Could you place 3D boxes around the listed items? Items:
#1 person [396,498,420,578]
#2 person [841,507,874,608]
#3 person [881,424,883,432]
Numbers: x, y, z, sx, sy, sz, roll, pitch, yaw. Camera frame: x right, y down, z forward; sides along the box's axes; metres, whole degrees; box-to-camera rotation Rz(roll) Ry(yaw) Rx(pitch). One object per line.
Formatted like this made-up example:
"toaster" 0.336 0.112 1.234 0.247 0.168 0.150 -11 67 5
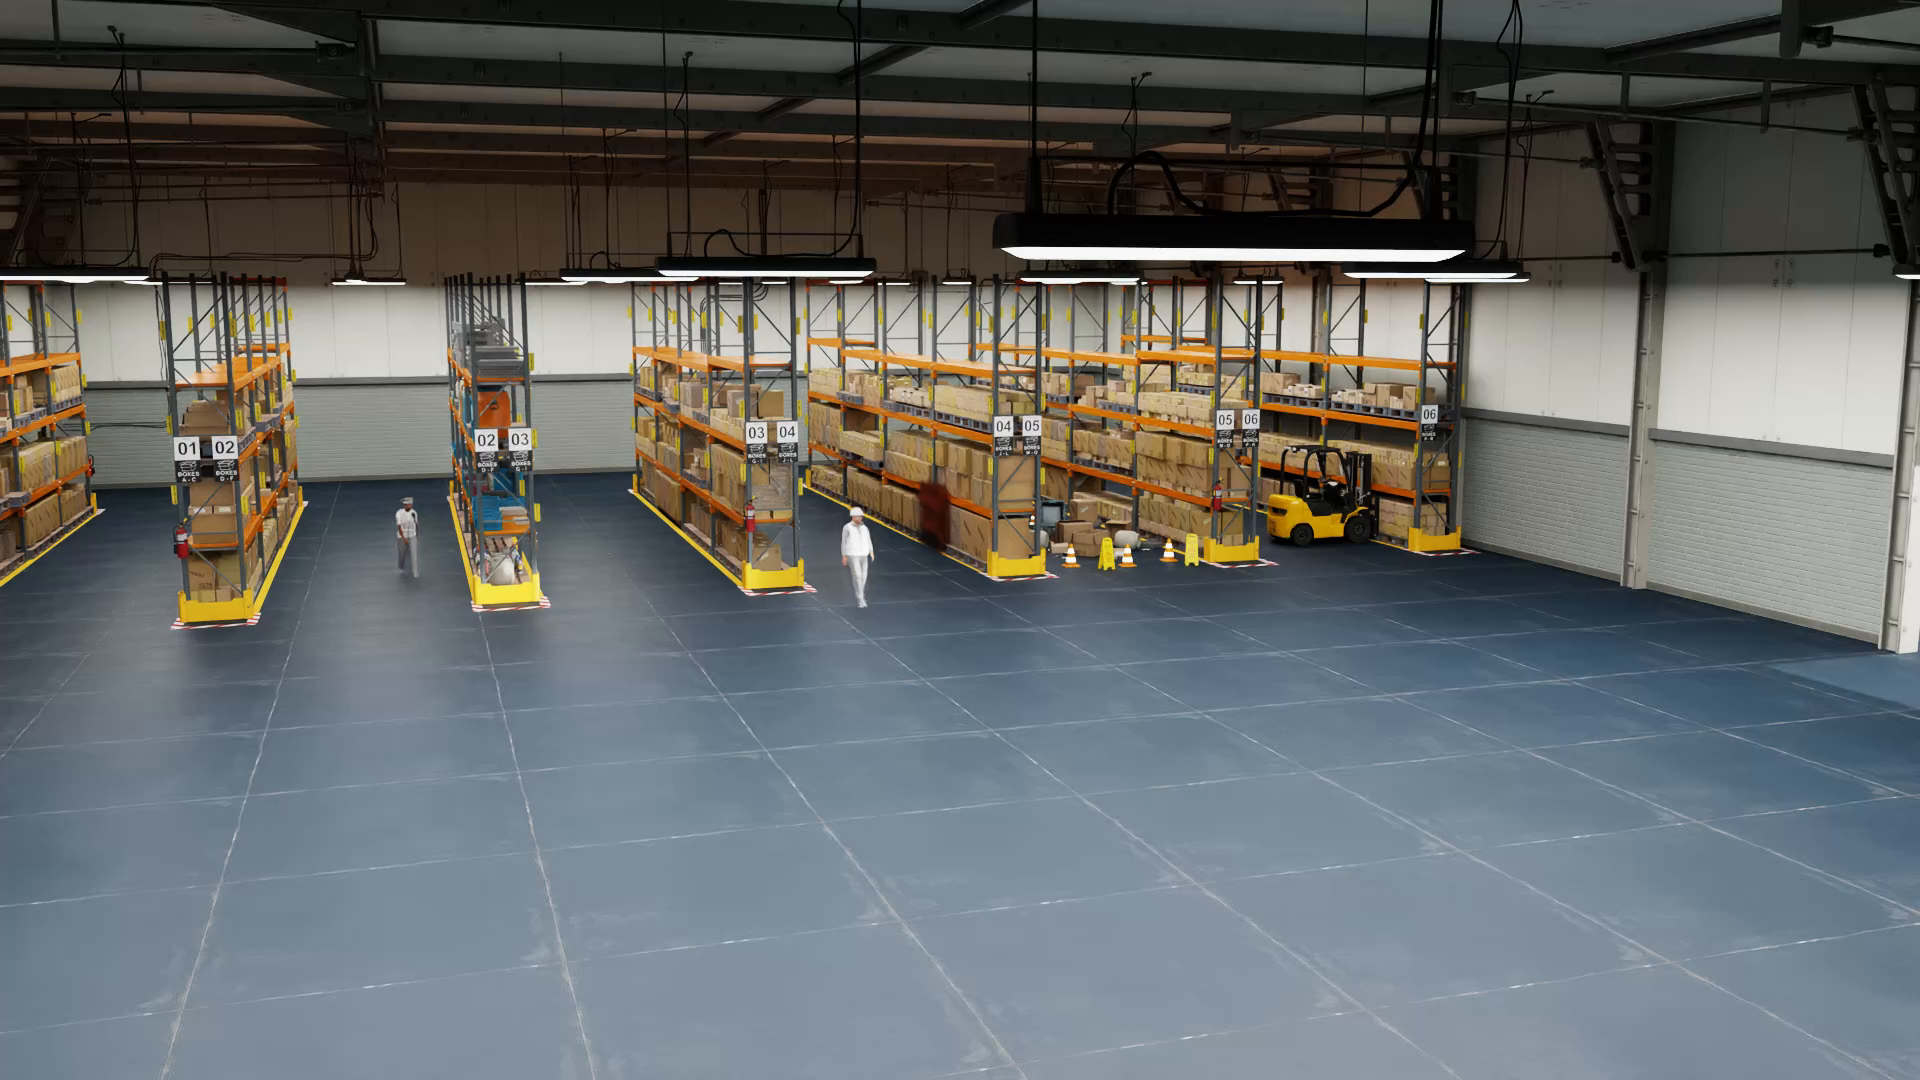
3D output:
"person" -10.997 -0.064 33.158 0.439 1.582 1.068 -5 10 -31
"person" -1.795 0.311 30.321 0.570 1.775 0.744 -6 10 -33
"person" -2.295 -2.495 48.576 0.658 1.800 0.363 3 9 18
